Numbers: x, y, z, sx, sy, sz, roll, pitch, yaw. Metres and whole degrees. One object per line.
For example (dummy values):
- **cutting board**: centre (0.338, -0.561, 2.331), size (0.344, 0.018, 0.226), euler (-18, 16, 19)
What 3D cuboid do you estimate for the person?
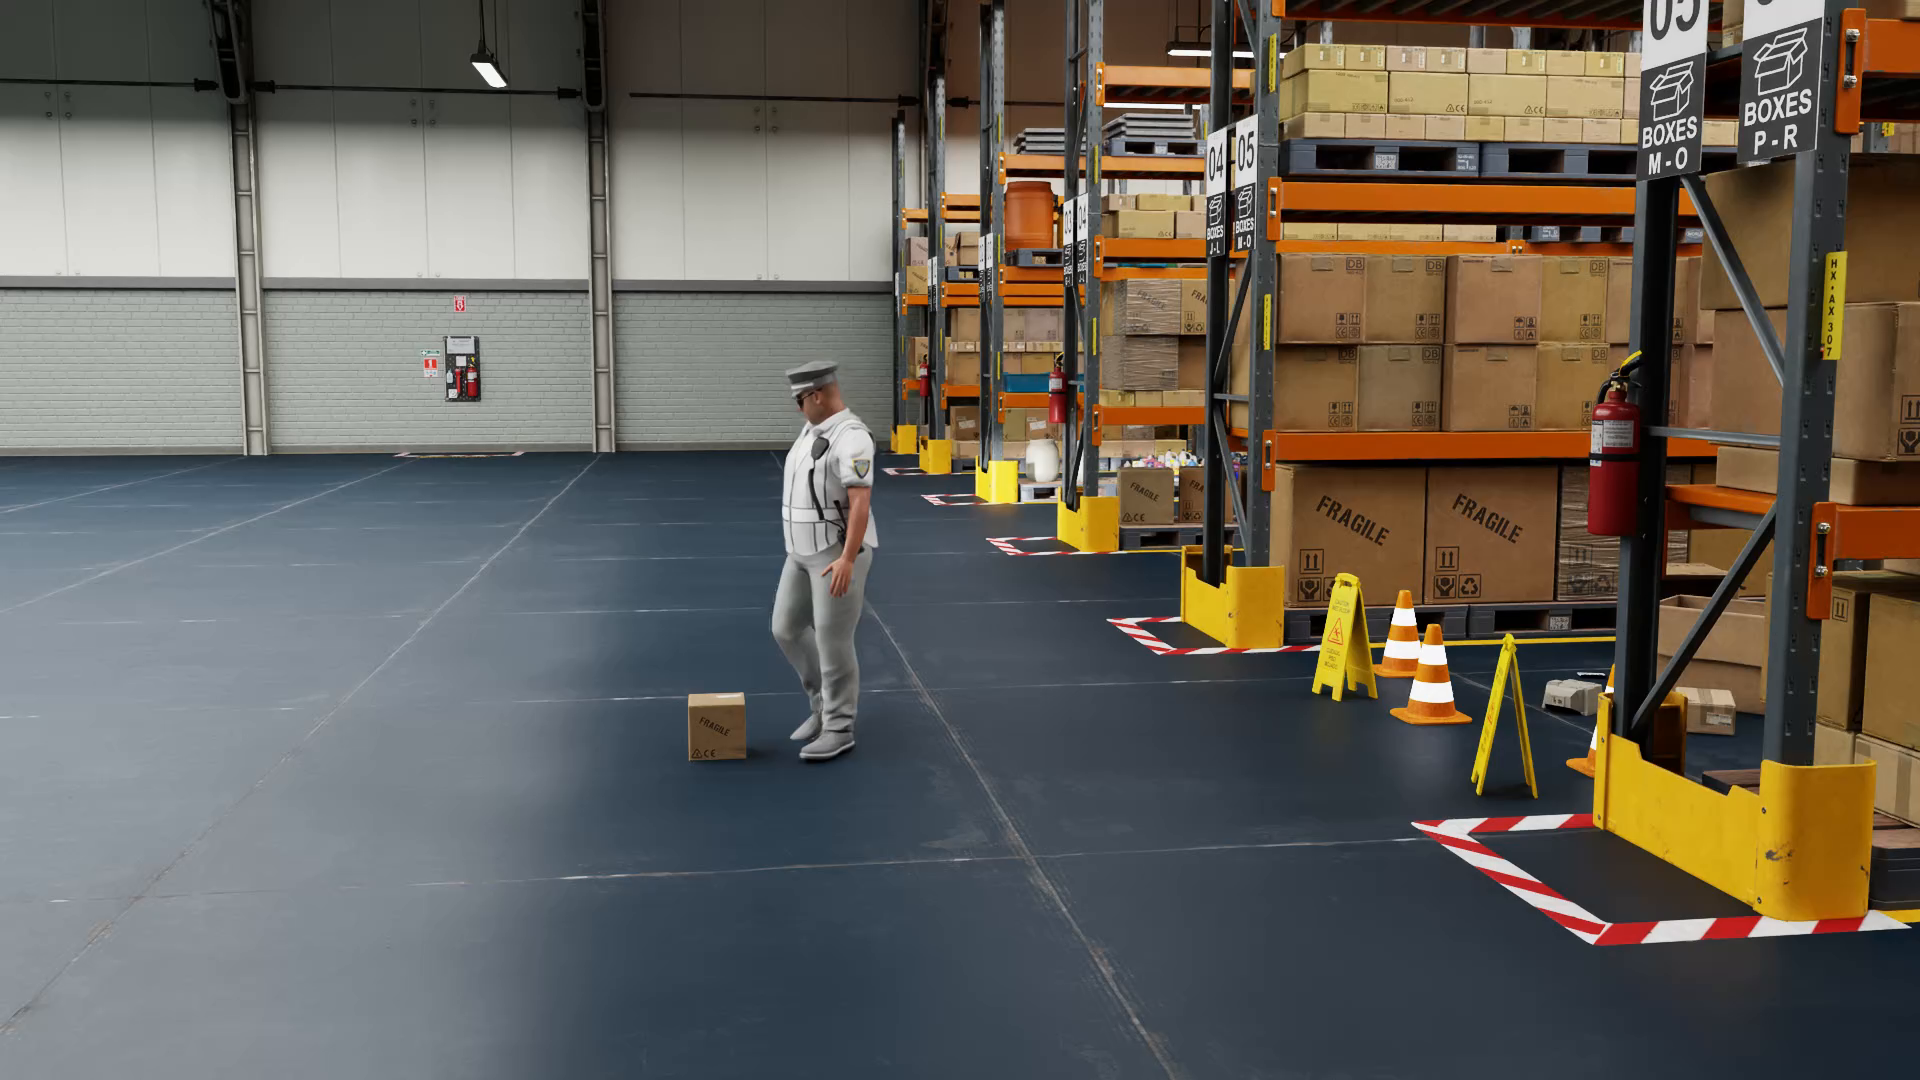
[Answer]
- **person**: centre (-0.604, 0.099, 7.462), size (0.456, 1.793, 0.619), euler (-5, 8, -35)
